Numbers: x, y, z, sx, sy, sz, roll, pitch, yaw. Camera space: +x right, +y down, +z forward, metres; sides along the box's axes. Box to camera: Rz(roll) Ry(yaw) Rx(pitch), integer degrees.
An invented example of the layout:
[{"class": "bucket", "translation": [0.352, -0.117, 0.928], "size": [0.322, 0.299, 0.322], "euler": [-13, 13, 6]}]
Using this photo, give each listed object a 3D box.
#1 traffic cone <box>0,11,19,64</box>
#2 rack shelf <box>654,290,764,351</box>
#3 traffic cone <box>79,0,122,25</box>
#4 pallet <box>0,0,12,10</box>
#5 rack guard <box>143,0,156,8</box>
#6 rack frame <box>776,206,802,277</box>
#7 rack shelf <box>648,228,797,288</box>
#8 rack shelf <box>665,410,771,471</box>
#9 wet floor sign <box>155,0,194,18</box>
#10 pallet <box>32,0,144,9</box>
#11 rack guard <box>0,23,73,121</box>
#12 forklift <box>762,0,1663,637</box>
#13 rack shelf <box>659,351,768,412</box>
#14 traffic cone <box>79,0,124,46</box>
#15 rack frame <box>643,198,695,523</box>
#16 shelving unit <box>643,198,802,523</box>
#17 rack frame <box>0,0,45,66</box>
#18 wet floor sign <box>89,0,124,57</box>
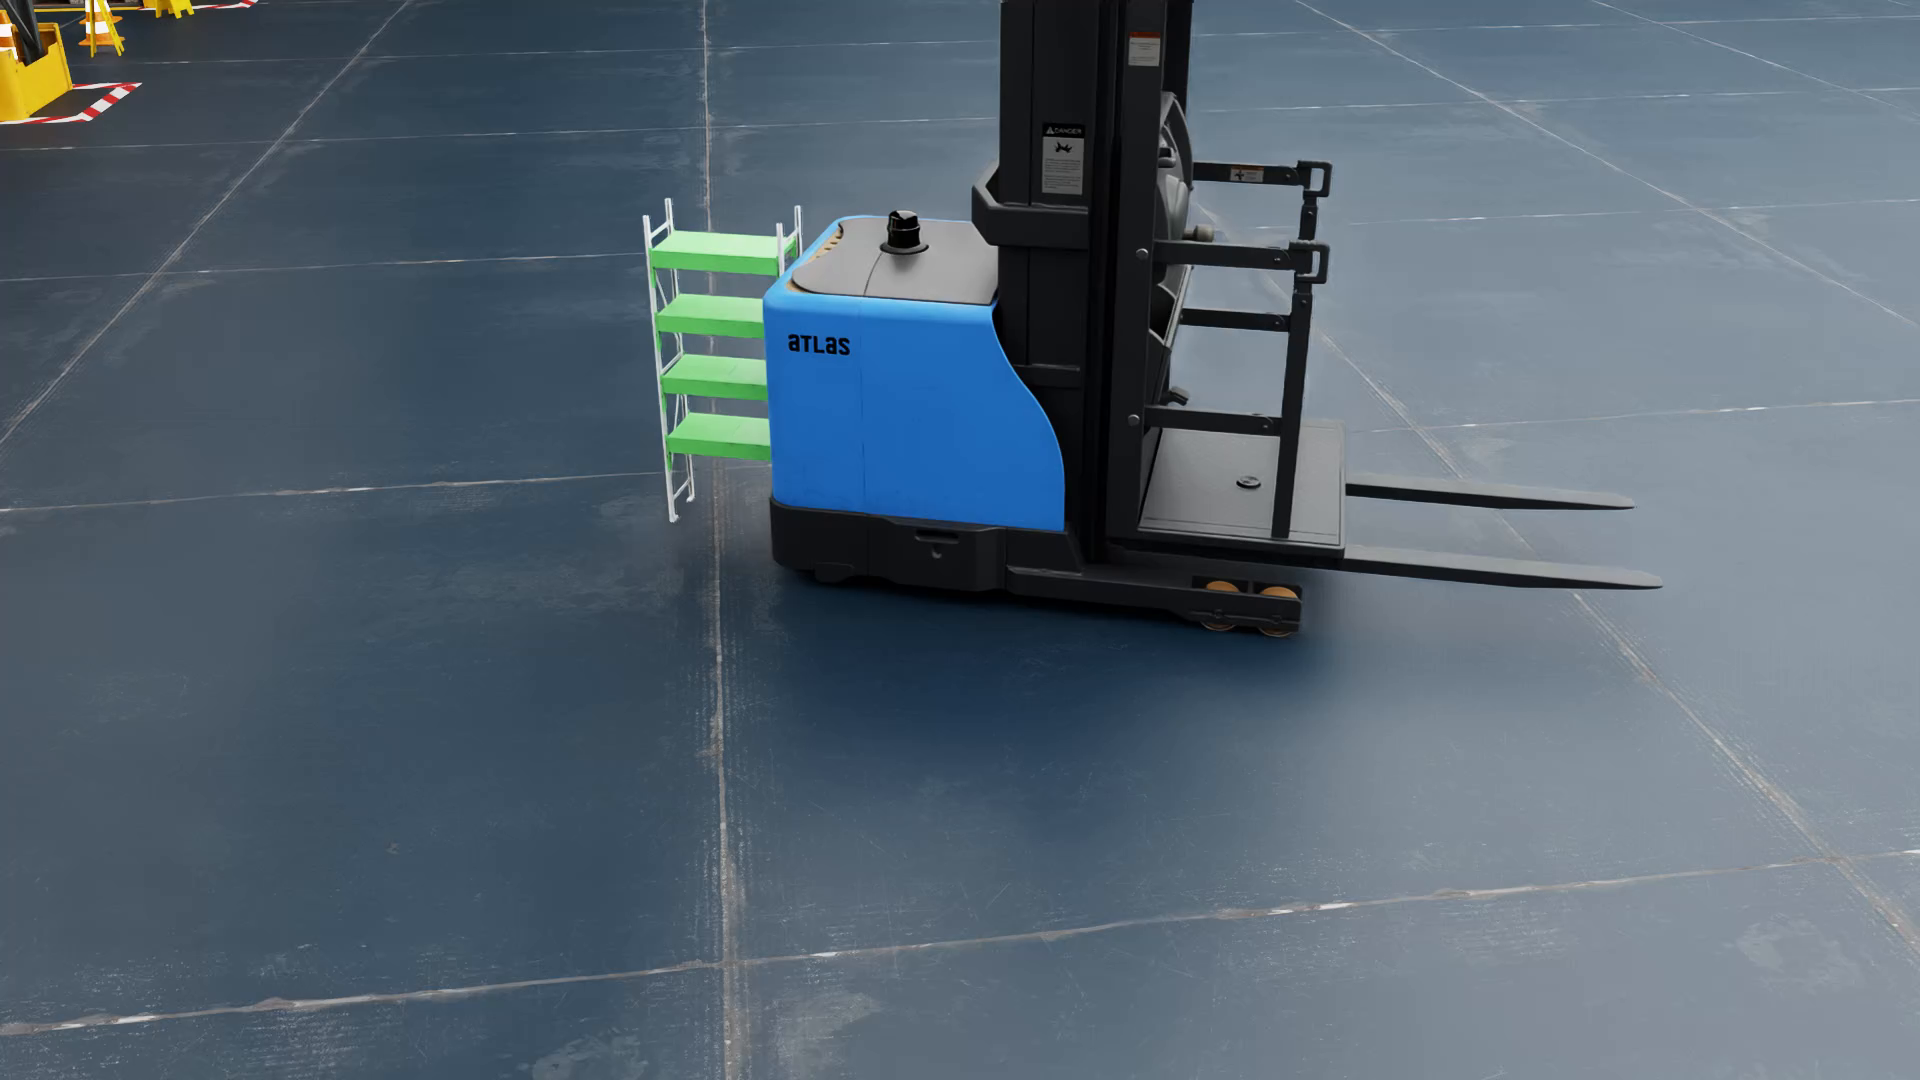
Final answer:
[{"class": "traffic cone", "translation": [-7.922, -4.165, 13.861], "size": [0.334, 0.463, 0.336], "euler": [-4, 27, -7]}, {"class": "rack shelf", "translation": [-0.843, -0.788, 6.086], "size": [0.480, 0.148, 0.258], "euler": [5, 28, 10]}, {"class": "traffic cone", "translation": [-8.235, -5.178, 15.835], "size": [0.334, 0.463, 0.336], "euler": [-4, 27, -7]}, {"class": "pallet", "translation": [-10.079, -5.560, 16.855], "size": [1.213, 0.211, 1.003], "euler": [-4, 27, -7]}, {"class": "rack guard", "translation": [-8.064, -5.800, 17.007], "size": [0.348, 0.500, 1.175], "euler": [-4, 27, -7]}, {"class": "rack frame", "translation": [-0.604, -0.609, 6.122], "size": [0.015, 1.200, 0.240], "euler": [5, 28, 10]}, {"class": "rack shelf", "translation": [-0.843, -1.002, 5.976], "size": [0.480, 0.148, 0.258], "euler": [5, 28, 10]}, {"class": "rack shelf", "translation": [-0.843, -0.361, 6.305], "size": [0.480, 0.148, 0.258], "euler": [5, 28, 10]}, {"class": "wet floor sign", "translation": [-7.651, -5.398, 16.064], "size": [0.232, 0.644, 0.267], "euler": [6, 28, 11]}, {"class": "pallet", "translation": [-8.873, -5.636, 17.003], "size": [1.213, 0.211, 1.003], "euler": [-4, 27, -7]}, {"class": "rack guard", "translation": [-7.175, -3.575, 12.670], "size": [0.348, 0.500, 1.175], "euler": [-4, 27, -7]}, {"class": "forklift", "translation": [0.896, -1.242, 5.460], "size": [3.031, 2.935, 1.130], "euler": [5, 28, 10]}, {"class": "rack shelf", "translation": [-0.843, -0.575, 6.195], "size": [0.480, 0.148, 0.258], "euler": [5, 28, 10]}, {"class": "traffic cone", "translation": [-7.743, -4.698, 14.899], "size": [0.334, 0.463, 0.336], "euler": [-4, 27, -7]}, {"class": "rack frame", "translation": [-1.082, -0.654, 6.210], "size": [0.015, 1.200, 0.240], "euler": [5, 28, 10]}, {"class": "shelving unit", "translation": [-0.843, -0.631, 6.166], "size": [0.503, 1.200, 0.258], "euler": [5, 28, 10]}, {"class": "rack frame", "translation": [-7.199, -4.686, 12.097], "size": [0.127, 3.000, 1.000], "euler": [-4, 27, -7]}, {"class": "wet floor sign", "translation": [-7.446, -4.535, 14.382], "size": [0.232, 0.644, 0.267], "euler": [-8, 28, -16]}]
